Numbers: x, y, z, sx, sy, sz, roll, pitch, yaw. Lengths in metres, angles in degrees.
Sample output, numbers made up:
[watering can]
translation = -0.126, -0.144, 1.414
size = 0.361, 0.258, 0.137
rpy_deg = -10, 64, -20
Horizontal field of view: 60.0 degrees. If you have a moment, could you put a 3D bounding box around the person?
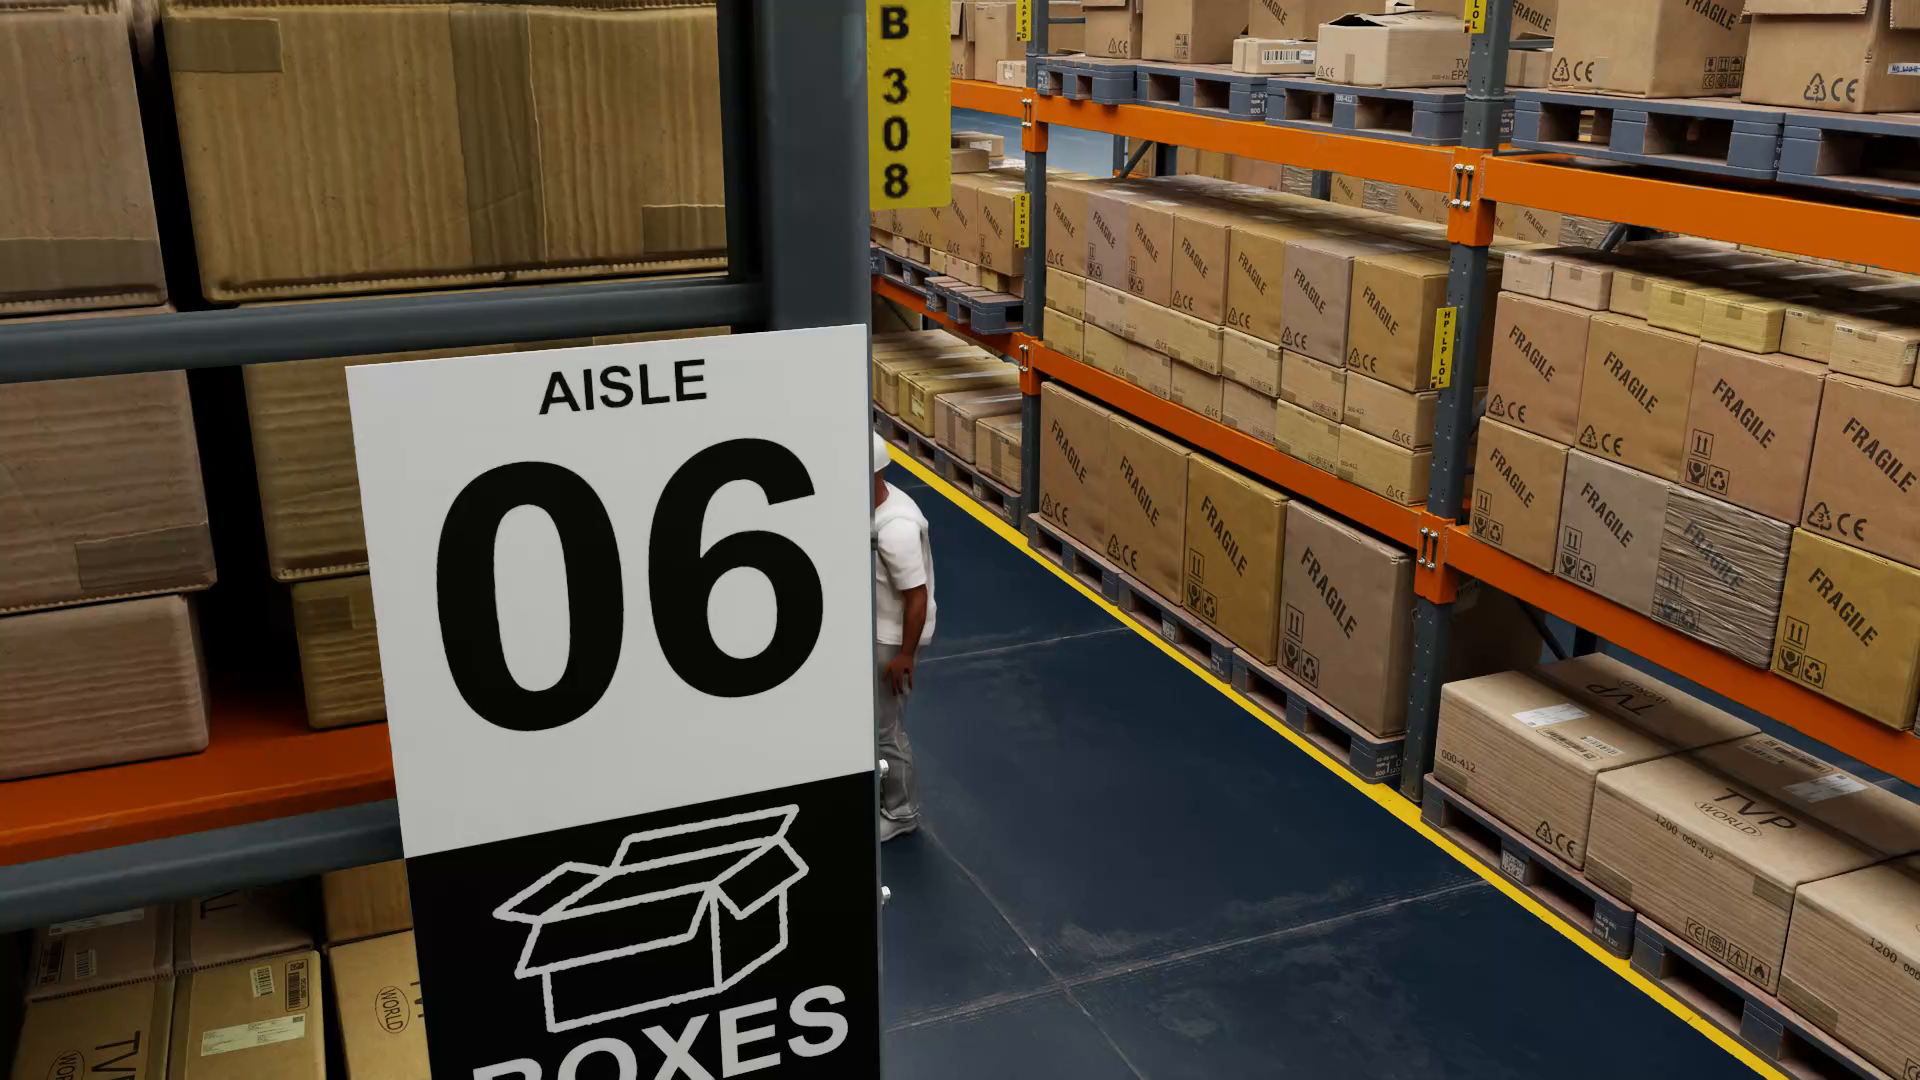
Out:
[person]
translation = -0.349, 0.387, 6.894
size = 0.463, 1.759, 0.626
rpy_deg = -9, 21, -24
